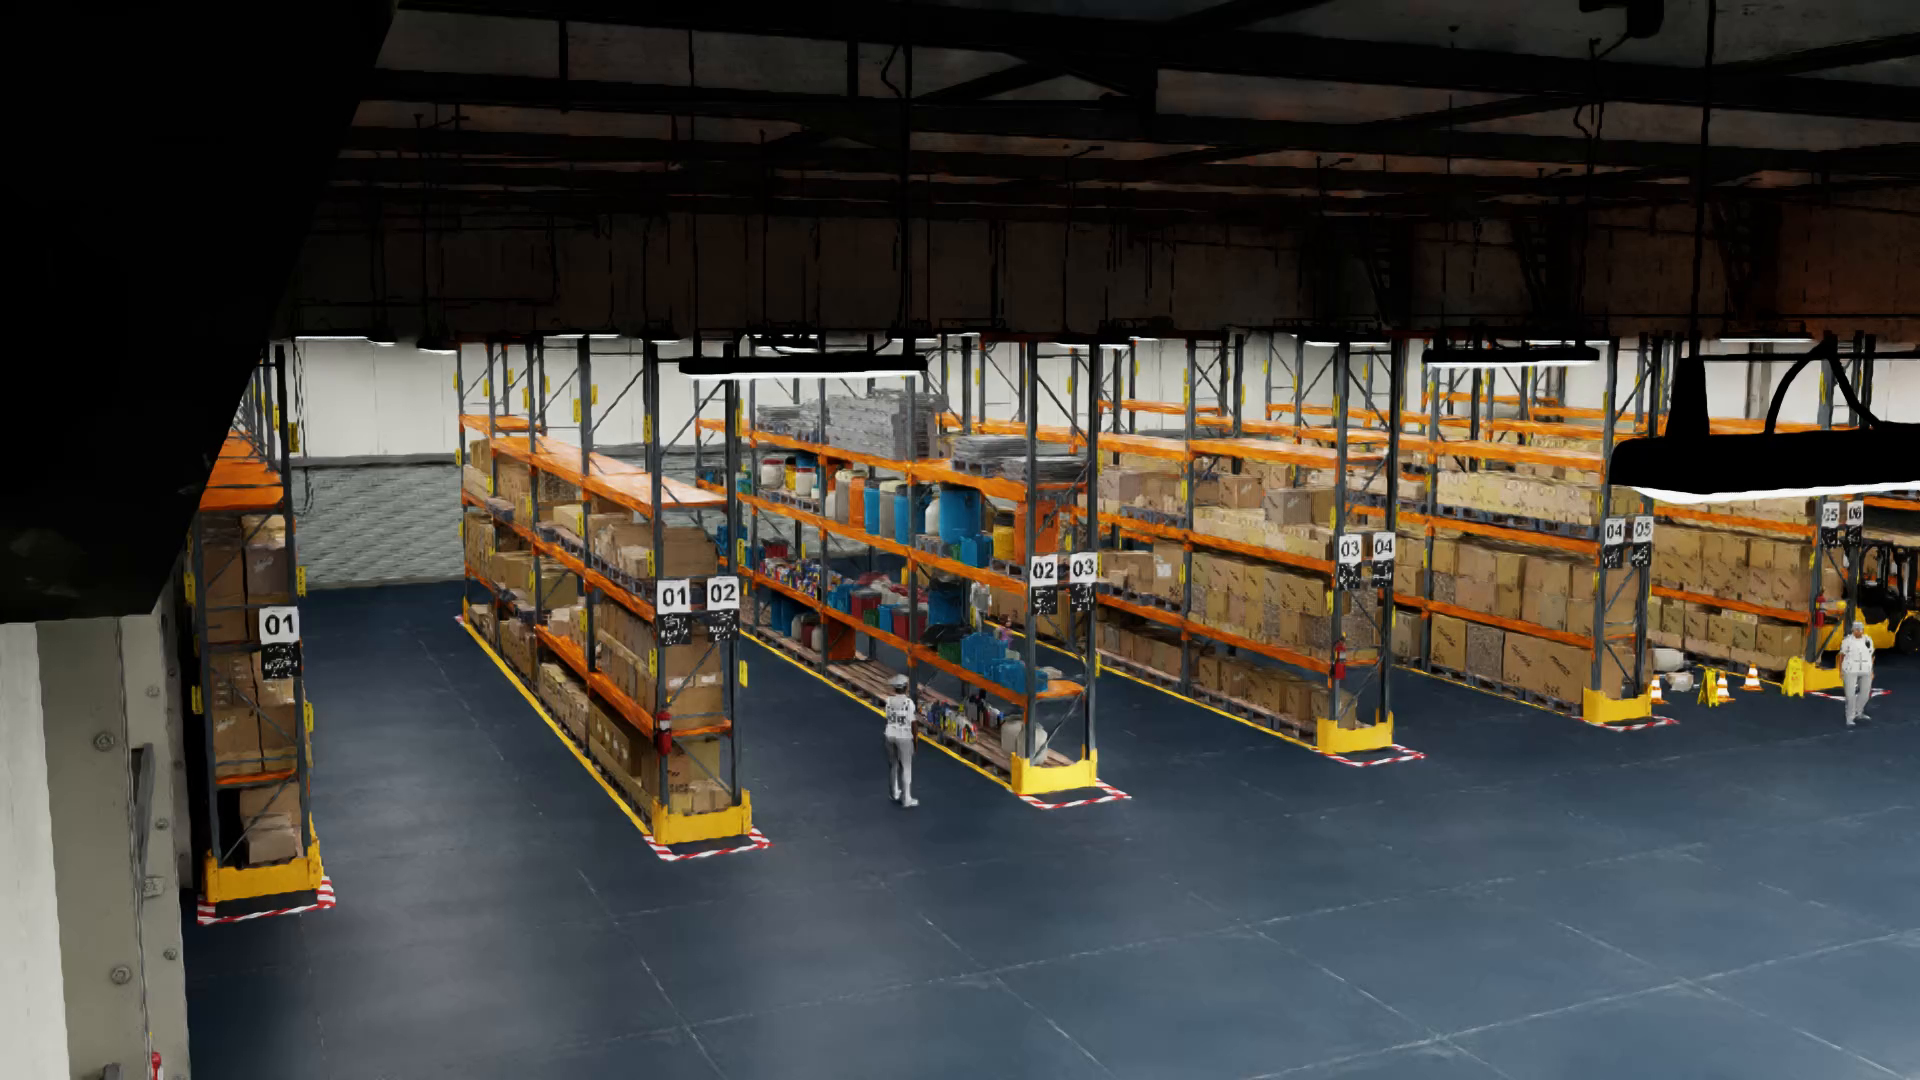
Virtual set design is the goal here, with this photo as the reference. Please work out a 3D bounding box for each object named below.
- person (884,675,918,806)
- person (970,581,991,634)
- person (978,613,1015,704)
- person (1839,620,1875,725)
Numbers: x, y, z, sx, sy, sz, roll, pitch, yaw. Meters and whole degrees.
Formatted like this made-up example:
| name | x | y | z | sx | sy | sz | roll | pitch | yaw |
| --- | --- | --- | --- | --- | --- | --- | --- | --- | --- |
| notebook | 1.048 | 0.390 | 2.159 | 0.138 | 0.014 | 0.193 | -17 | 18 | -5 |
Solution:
| name | x | y | z | sx | sy | sz | roll | pitch | yaw |
| --- | --- | --- | --- | --- | --- | --- | --- | --- | --- |
| person | -0.728 | 2.593 | 21.617 | 0.503 | 1.678 | 0.472 | 4 | 9 | 27 |
| person | 0.396 | 1.306 | 31.659 | 0.415 | 1.517 | 1.041 | -4 | 9 | -27 |
| person | 0.656 | 1.931 | 27.023 | 0.749 | 1.535 | 0.573 | 7 | 11 | 43 |
| person | 13.972 | 2.038 | 25.899 | 0.548 | 1.648 | 0.591 | 2 | 8 | 12 |
